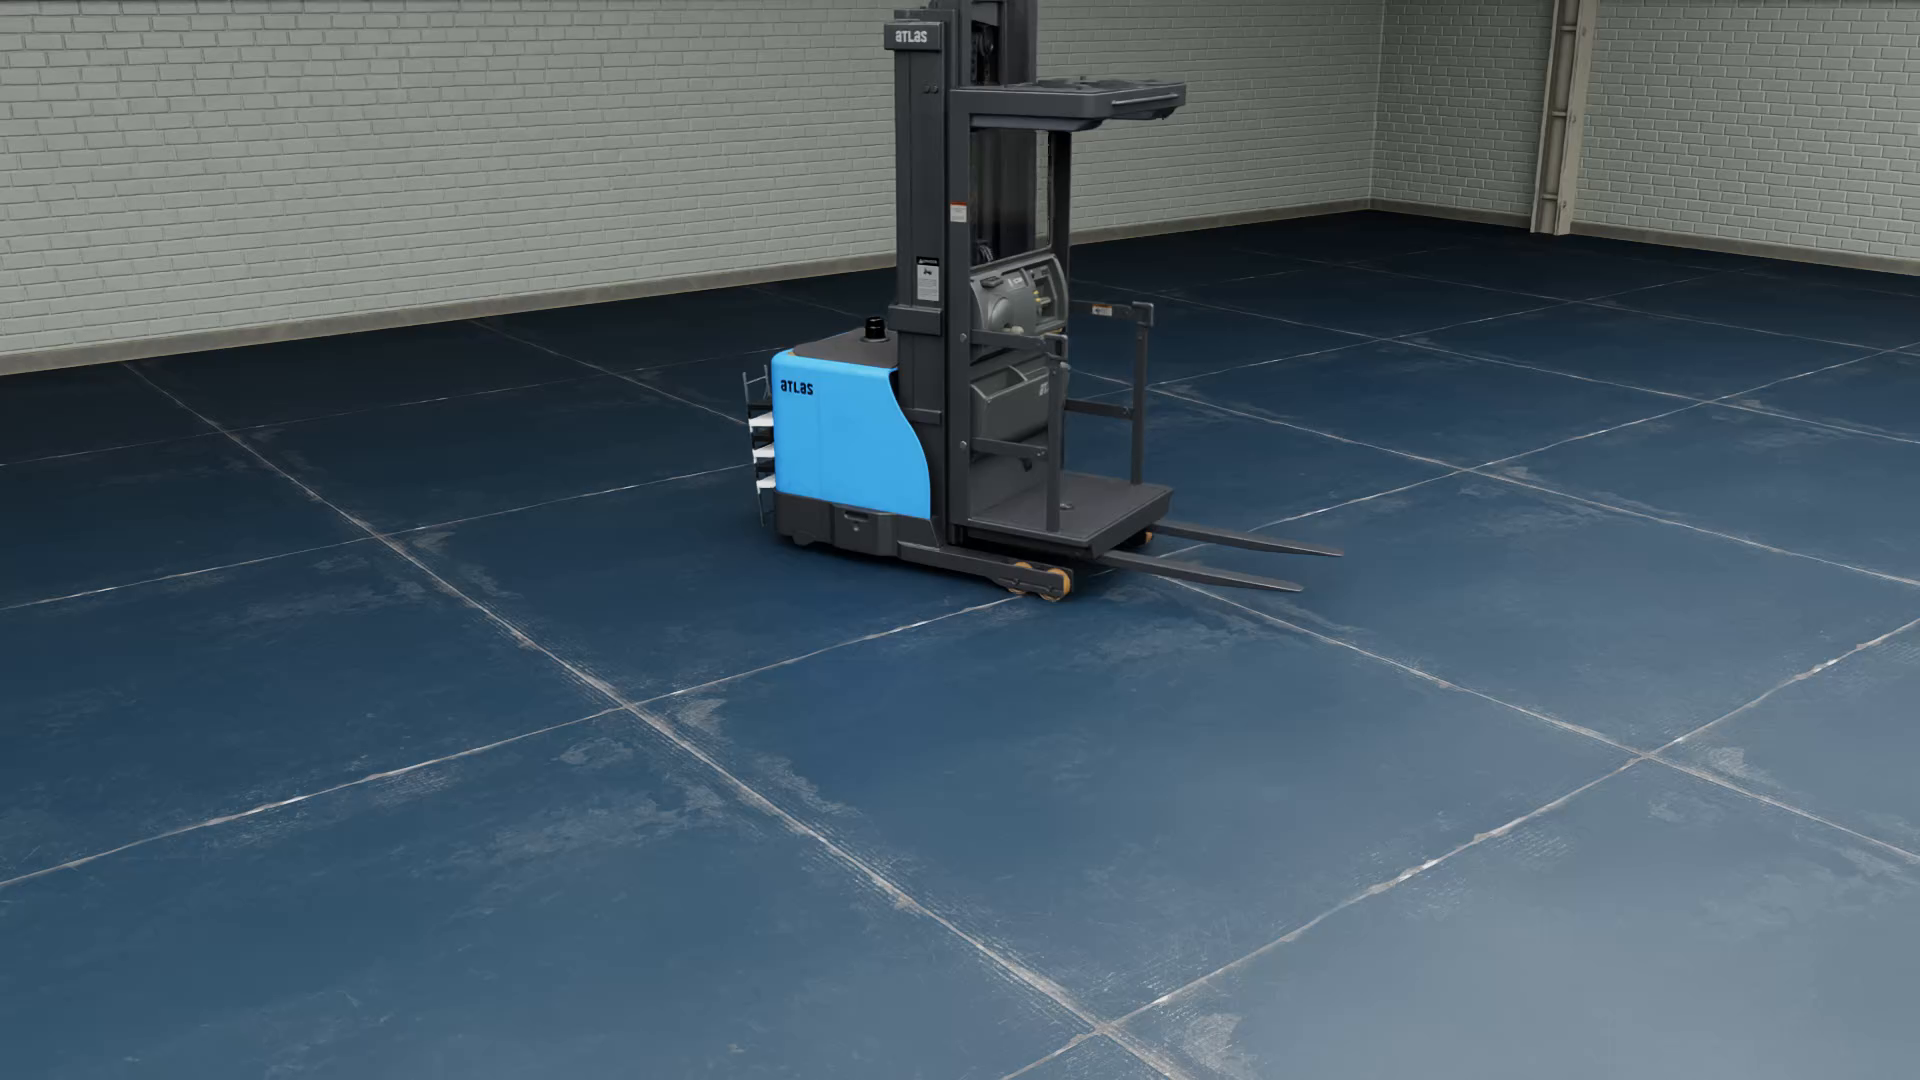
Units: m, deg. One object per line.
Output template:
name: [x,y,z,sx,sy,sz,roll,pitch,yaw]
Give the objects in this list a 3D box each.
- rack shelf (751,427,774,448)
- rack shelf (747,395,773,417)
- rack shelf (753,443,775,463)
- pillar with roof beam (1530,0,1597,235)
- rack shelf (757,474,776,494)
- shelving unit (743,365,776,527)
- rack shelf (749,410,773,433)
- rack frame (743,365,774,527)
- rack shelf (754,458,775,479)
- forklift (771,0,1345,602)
rack shelf: [-1.041,-0.591,9.507,0.200,0.077,0.258,3,18,27]
rack shelf: [-1.057,-0.763,9.459,0.200,0.077,0.258,3,18,27]
rack shelf: [-1.033,-0.504,9.532,0.200,0.077,0.258,3,18,27]
pillar with roof beam: [4.147,-7.349,17.240,9.100,9.000,0.400,-14,23,-36]
rack shelf: [-1.017,-0.332,9.580,0.200,0.077,0.258,3,18,27]
shelving unit: [-1.036,-0.536,9.523,0.210,0.900,0.258,3,18,27]
rack shelf: [-1.049,-0.677,9.483,0.200,0.077,0.258,3,18,27]
rack frame: [-1.126,-0.541,9.569,0.006,0.900,0.240,3,18,27]
rack shelf: [-1.025,-0.418,9.556,0.200,0.077,0.258,3,18,27]
forklift: [0.491,-1.269,8.531,3.031,2.935,1.130,11,21,29]
